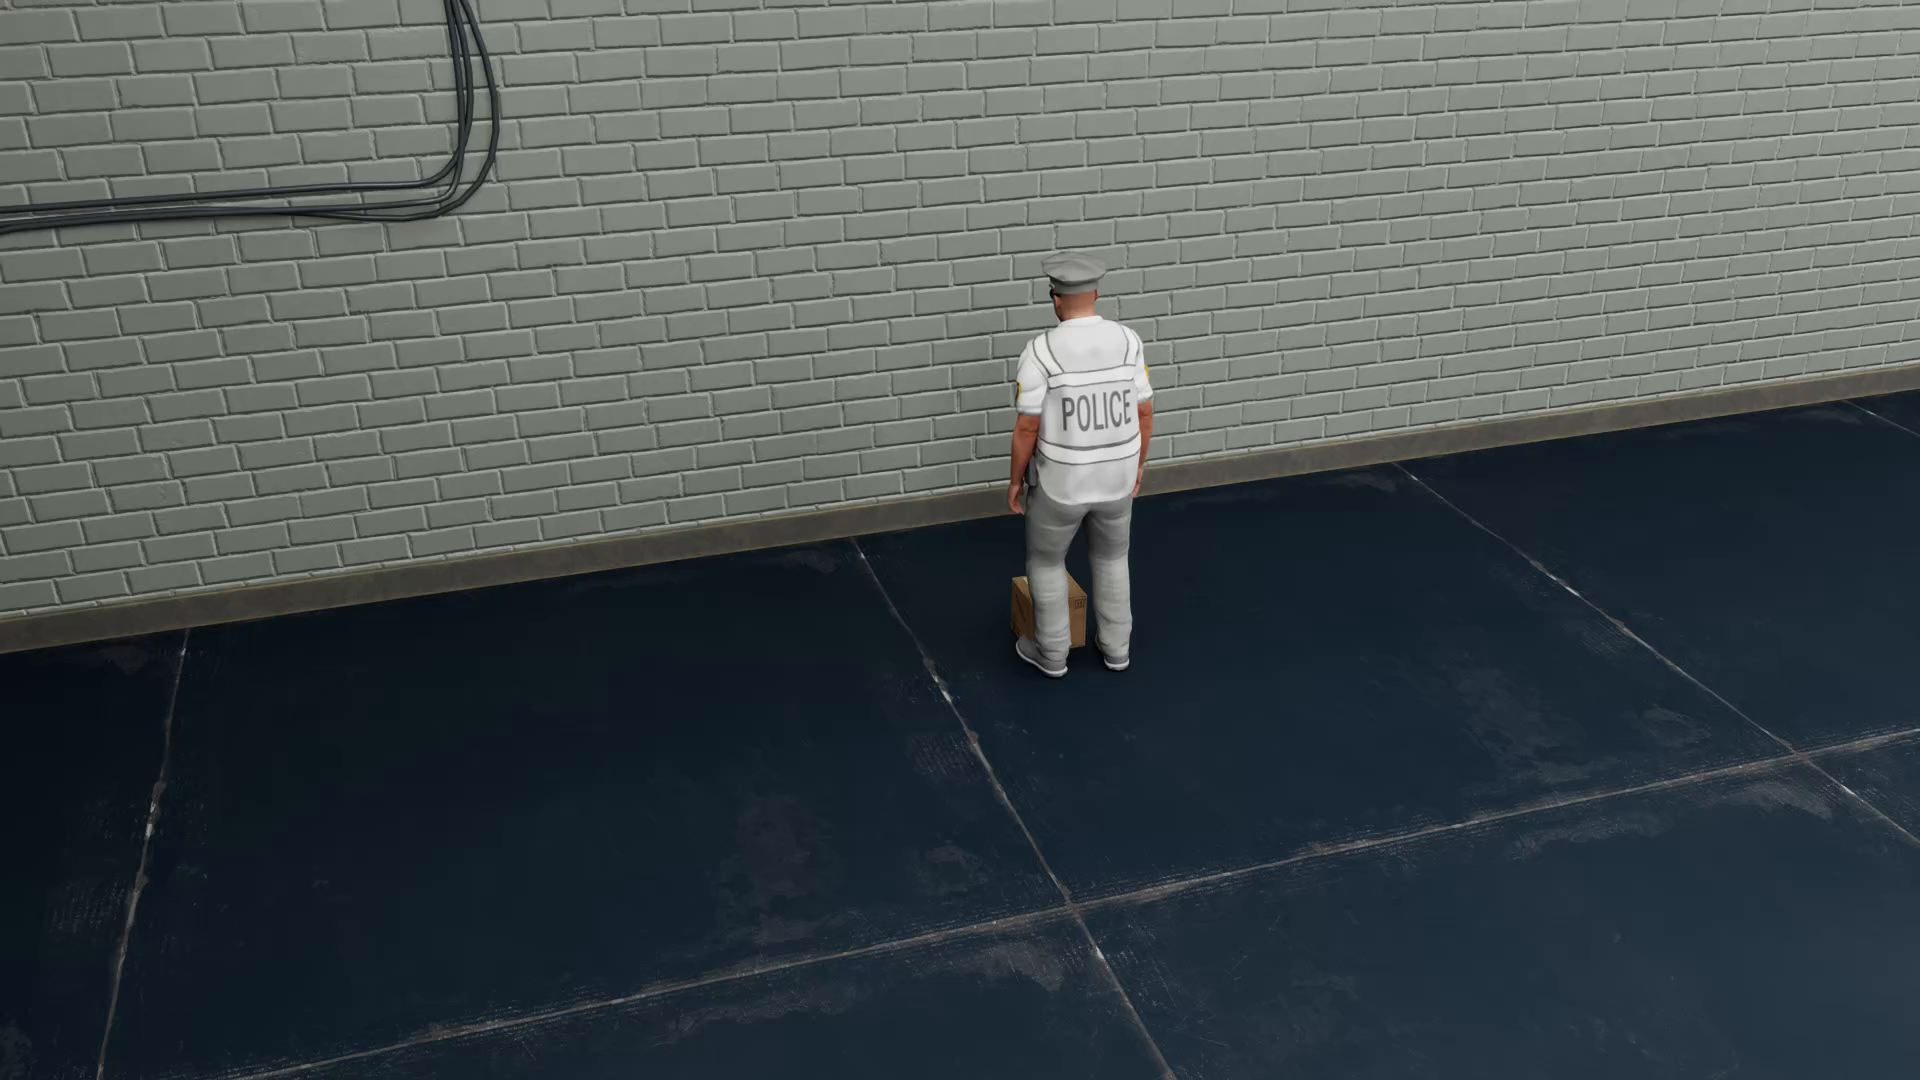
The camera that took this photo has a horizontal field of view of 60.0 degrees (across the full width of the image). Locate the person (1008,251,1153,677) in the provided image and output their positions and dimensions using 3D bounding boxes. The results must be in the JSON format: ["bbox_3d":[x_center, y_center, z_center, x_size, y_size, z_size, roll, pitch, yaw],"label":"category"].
[{"bbox_3d":[0.473,-0.256,6.626,0.587,1.748,0.467,-8,27,-16],"label":"person"}]
